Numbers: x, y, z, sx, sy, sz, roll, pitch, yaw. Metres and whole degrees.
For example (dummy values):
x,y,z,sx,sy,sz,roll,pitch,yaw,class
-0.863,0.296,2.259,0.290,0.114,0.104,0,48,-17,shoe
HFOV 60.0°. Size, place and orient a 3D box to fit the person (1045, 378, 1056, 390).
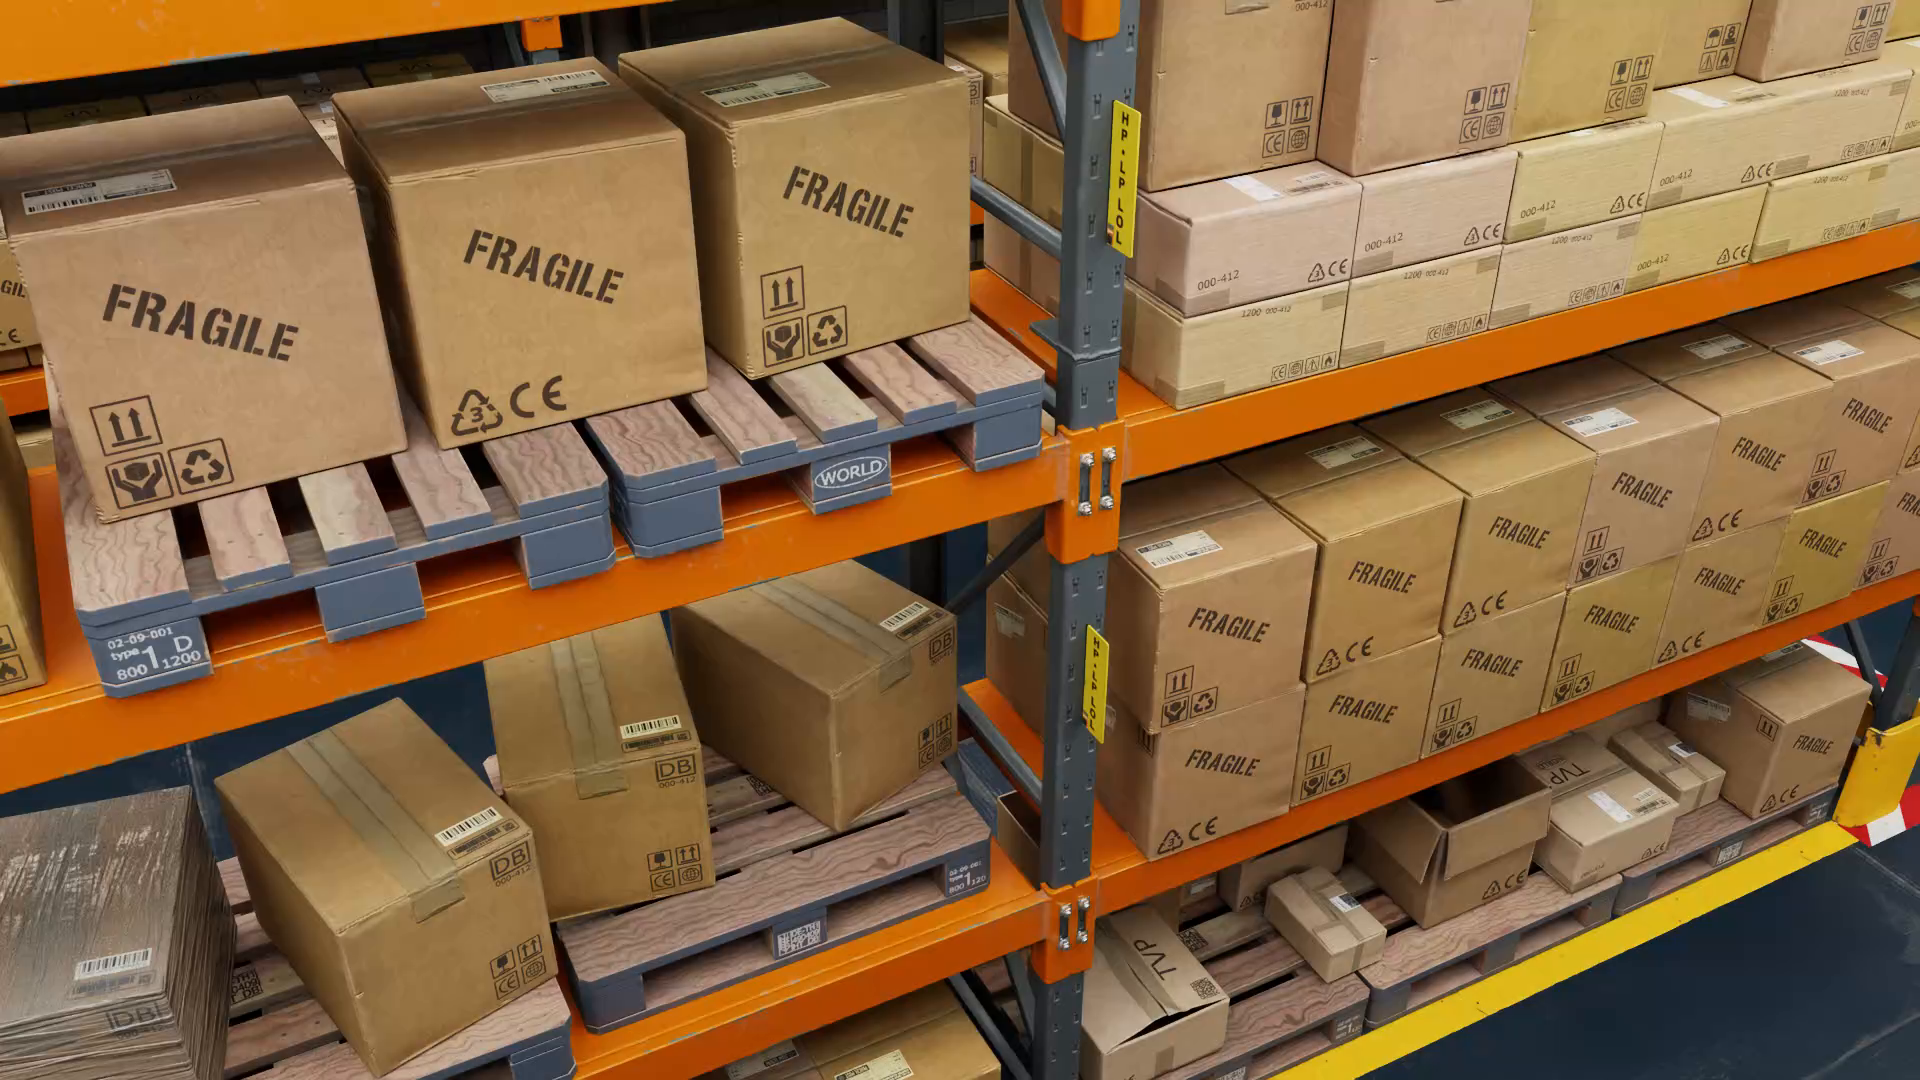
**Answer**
x,y,z,sx,sy,sz,roll,pitch,yaw,class
0.467,-0.730,8.315,0.598,1.832,0.693,10,34,15,person
